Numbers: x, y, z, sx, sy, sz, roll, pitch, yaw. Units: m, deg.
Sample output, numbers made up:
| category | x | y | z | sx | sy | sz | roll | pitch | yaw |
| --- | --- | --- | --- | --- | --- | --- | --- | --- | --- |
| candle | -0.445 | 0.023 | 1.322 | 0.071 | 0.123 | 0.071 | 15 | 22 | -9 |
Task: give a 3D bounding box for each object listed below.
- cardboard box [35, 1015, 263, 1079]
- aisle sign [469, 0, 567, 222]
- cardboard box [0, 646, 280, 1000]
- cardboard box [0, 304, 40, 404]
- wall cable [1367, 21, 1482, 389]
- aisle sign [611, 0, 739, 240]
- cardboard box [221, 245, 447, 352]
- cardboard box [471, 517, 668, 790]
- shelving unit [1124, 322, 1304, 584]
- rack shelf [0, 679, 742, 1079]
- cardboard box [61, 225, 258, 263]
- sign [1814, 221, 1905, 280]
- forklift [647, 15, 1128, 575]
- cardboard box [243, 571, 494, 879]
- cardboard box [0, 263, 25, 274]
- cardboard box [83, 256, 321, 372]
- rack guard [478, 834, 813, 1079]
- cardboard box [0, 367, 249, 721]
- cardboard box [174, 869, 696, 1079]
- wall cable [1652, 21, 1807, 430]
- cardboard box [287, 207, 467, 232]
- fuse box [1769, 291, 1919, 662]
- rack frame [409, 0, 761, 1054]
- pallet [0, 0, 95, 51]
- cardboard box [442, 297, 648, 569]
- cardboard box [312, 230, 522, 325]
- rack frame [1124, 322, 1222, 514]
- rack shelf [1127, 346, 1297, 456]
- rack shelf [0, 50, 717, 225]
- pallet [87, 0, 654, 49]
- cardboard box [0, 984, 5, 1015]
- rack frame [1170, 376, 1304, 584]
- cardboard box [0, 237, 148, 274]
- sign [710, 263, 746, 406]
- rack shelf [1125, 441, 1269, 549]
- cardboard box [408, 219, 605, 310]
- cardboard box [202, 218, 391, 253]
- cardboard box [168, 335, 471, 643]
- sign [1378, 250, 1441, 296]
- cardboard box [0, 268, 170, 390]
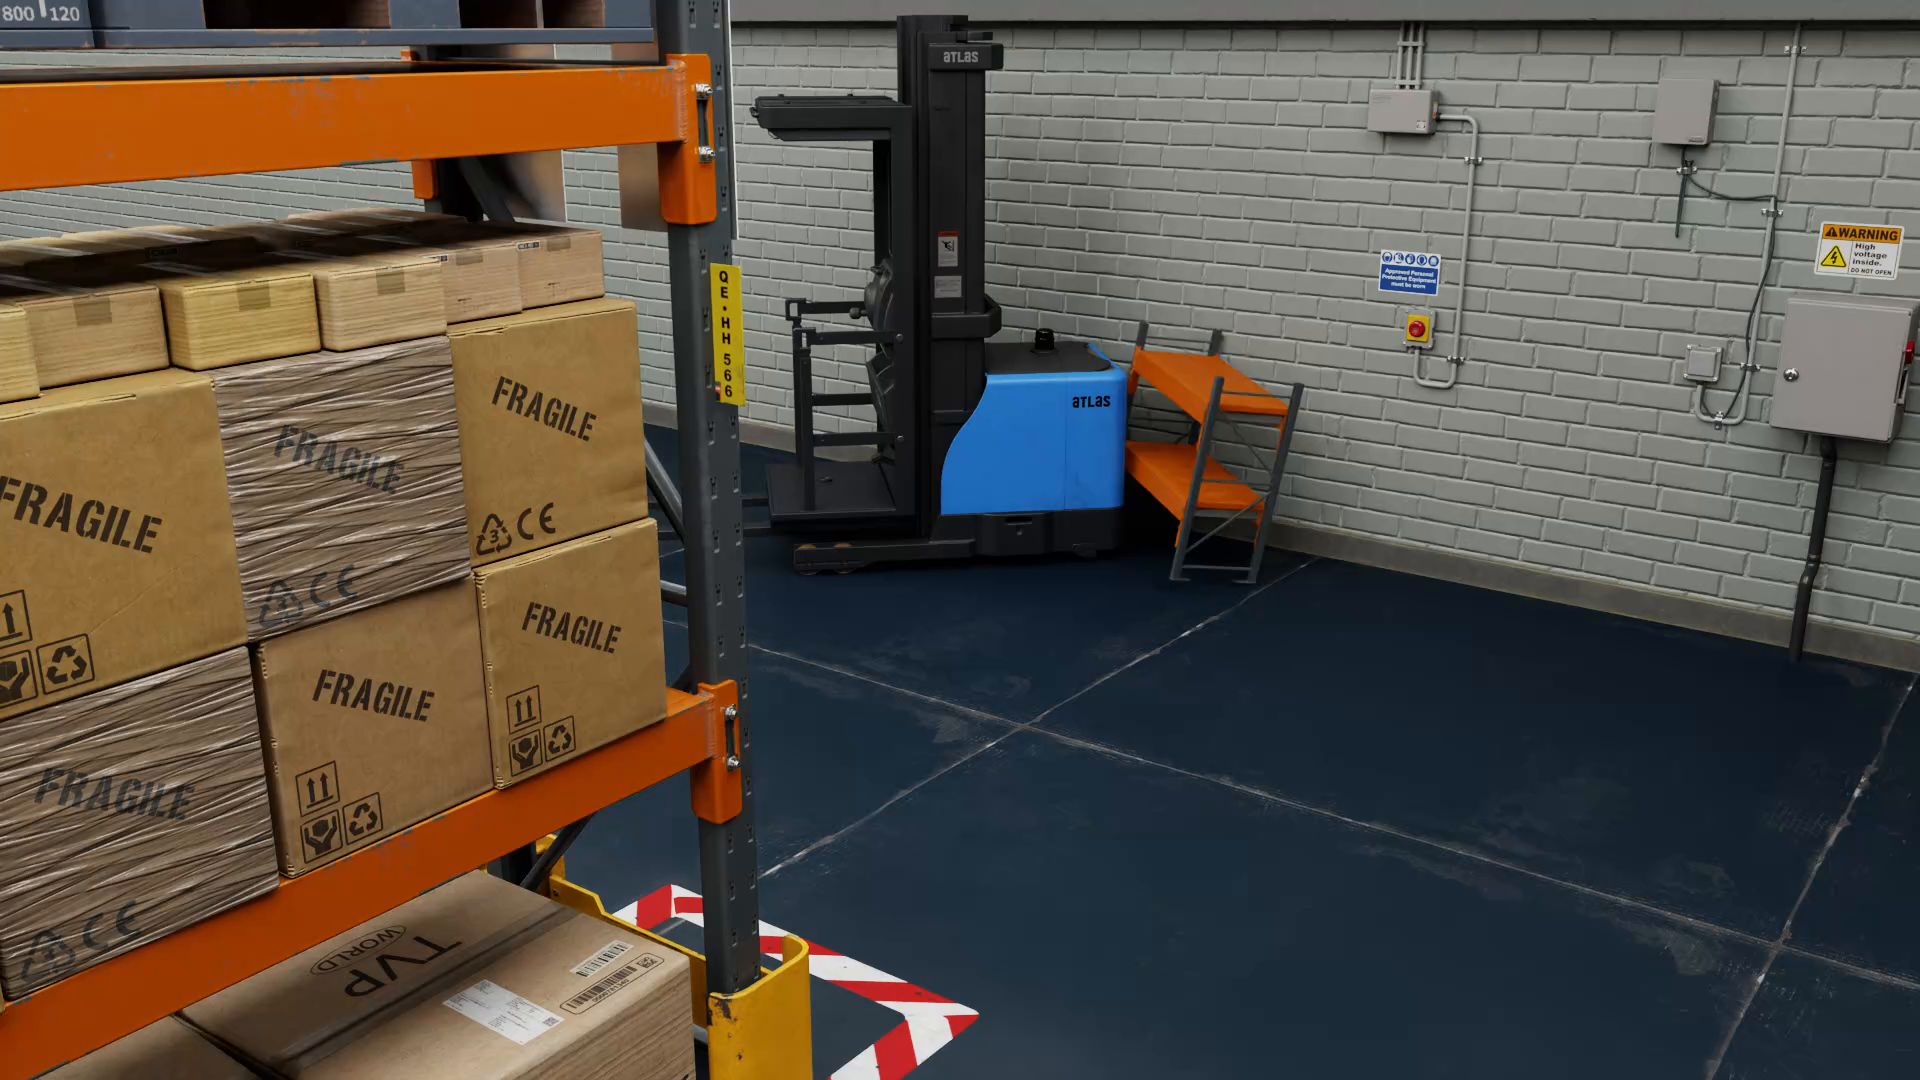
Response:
| category | x | y | z | sx | sy | sz | roll | pitch | yaw |
| --- | --- | --- | --- | --- | --- | --- | --- | --- | --- |
| cardboard box | -1.821 | 1.507 | 3.445 | 0.875 | 0.438 | 0.875 | 13 | 22 | 36 |
| aisle sign | -1.160 | -1.220 | 4.232 | 0.394 | 0.787 | 0.004 | 12 | 21 | 35 |
| cardboard box | -1.654 | 0.445 | 3.085 | 0.500 | 0.500 | 0.500 | 13 | 22 | 36 |
| cardboard box | -1.739 | -0.311 | 2.739 | 0.380 | 0.149 | 0.250 | 13 | 22 | 36 |
| wall cable | 2.371 | -1.758 | 8.580 | 0.585 | 1.953 | 0.123 | 12 | 21 | 35 |
| aisle sign | -0.678 | -1.114 | 3.890 | 0.394 | 0.787 | 0.004 | 12 | 21 | 35 |
| cardboard box | -1.241 | -0.483 | 3.294 | 0.380 | 0.149 | 0.250 | 12 | 21 | 34 |
| cardboard box | -1.045 | 0.204 | 3.862 | 0.500 | 0.500 | 0.500 | 13 | 21 | 35 |
| shelving unit | 1.302 | -0.494 | 9.146 | 0.538 | 1.125 | 1.048 | 3 | 22 | -19 |
| rack shelf | -2.162 | 0.910 | 2.970 | 1.077 | 0.370 | 4.000 | 12 | 21 | 35 |
| cardboard box | -1.750 | -0.593 | 3.647 | 0.380 | 0.149 | 0.250 | 13 | 22 | 36 |
| sign | 4.050 | -1.305 | 7.496 | 0.339 | 0.242 | 0.001 | 12 | 21 | 35 |
| forklift | -0.624 | -1.374 | 9.225 | 3.031 | 2.935 | 1.130 | -2 | 17 | -8 |
| cardboard box | -1.356 | 0.320 | 3.485 | 0.500 | 0.500 | 0.500 | 12 | 21 | 34 |
| cardboard box | -2.006 | -0.455 | 3.204 | 0.380 | 0.149 | 0.250 | 13 | 21 | 35 |
| cardboard box | -1.424 | -0.431 | 3.125 | 0.380 | 0.149 | 0.250 | 13 | 21 | 36 |
| rack guard | -0.956 | 1.278 | 4.786 | 1.175 | 0.500 | 0.348 | 12 | 21 | 35 |
| cardboard box | -1.651 | -0.032 | 2.934 | 0.500 | 0.500 | 0.500 | 12 | 21 | 34 |
| cardboard box | -1.283 | 1.288 | 4.152 | 0.875 | 0.438 | 0.875 | 12 | 21 | 33 |
| wall cable | 3.517 | -1.495 | 7.786 | 0.588 | 1.984 | 0.122 | 12 | 21 | 35 |
| cardboard box | -1.404 | -0.710 | 4.023 | 0.380 | 0.149 | 0.250 | 13 | 21 | 36 |
| fuse box | 3.971 | -0.236 | 7.619 | 0.539 | 1.711 | 0.414 | 12 | 21 | 35 |
| rack frame | -0.970 | 0.090 | 4.397 | 1.000 | 3.000 | 0.127 | 12 | 21 | 35 |
| pallet | -2.130 | -0.830 | 2.451 | 1.003 | 0.211 | 1.213 | 12 | 21 | 35 |
| cardboard box | -1.066 | -0.279 | 3.729 | 0.500 | 0.500 | 0.500 | 13 | 22 | 36 |
| cardboard box | -1.155 | -0.560 | 3.540 | 0.380 | 0.149 | 0.250 | 13 | 21 | 36 |
| rack frame | 1.161 | -0.689 | 9.594 | 0.500 | 1.125 | 0.032 | 3 | 22 | -19 |
| rack shelf | 1.349 | -0.764 | 9.043 | 0.538 | 0.278 | 1.000 | 3 | 22 | -19 |
| rack shelf | -2.162 | -0.523 | 2.525 | 1.077 | 0.370 | 4.000 | 12 | 21 | 35 |
| pallet | -1.404 | -1.122 | 3.390 | 1.003 | 0.211 | 1.213 | 12 | 21 | 35 |
| cardboard box | -1.952 | 0.570 | 2.682 | 0.500 | 0.500 | 0.500 | 13 | 22 | 36 |
| rack frame | 1.443 | -0.299 | 8.698 | 0.500 | 1.125 | 0.032 | 3 | 22 | -19 |
| cardboard box | -1.892 | -0.527 | 3.435 | 0.380 | 0.149 | 0.250 | 12 | 21 | 33 |
| sign | -0.542 | -0.477 | 3.871 | 0.100 | 0.325 | 0.005 | 12 | 21 | 35 |
| rack shelf | 1.263 | -0.268 | 9.232 | 0.538 | 0.278 | 1.000 | 3 | 22 | -19 |
| cardboard box | -1.023 | -0.624 | 3.749 | 0.380 | 0.149 | 0.250 | 13 | 21 | 35 |
| cardboard box | -1.503 | -0.635 | 3.782 | 0.380 | 0.149 | 0.250 | 13 | 22 | 36 |
| cardboard box | -1.354 | -0.149 | 3.311 | 0.500 | 0.500 | 0.500 | 13 | 21 | 35 |
| sign | 2.369 | -1.410 | 8.770 | 0.327 | 0.218 | 0.001 | 12 | 21 | 35 |
| cardboard box | -1.637 | -0.381 | 2.964 | 0.380 | 0.149 | 0.250 | 12 | 21 | 34 |
